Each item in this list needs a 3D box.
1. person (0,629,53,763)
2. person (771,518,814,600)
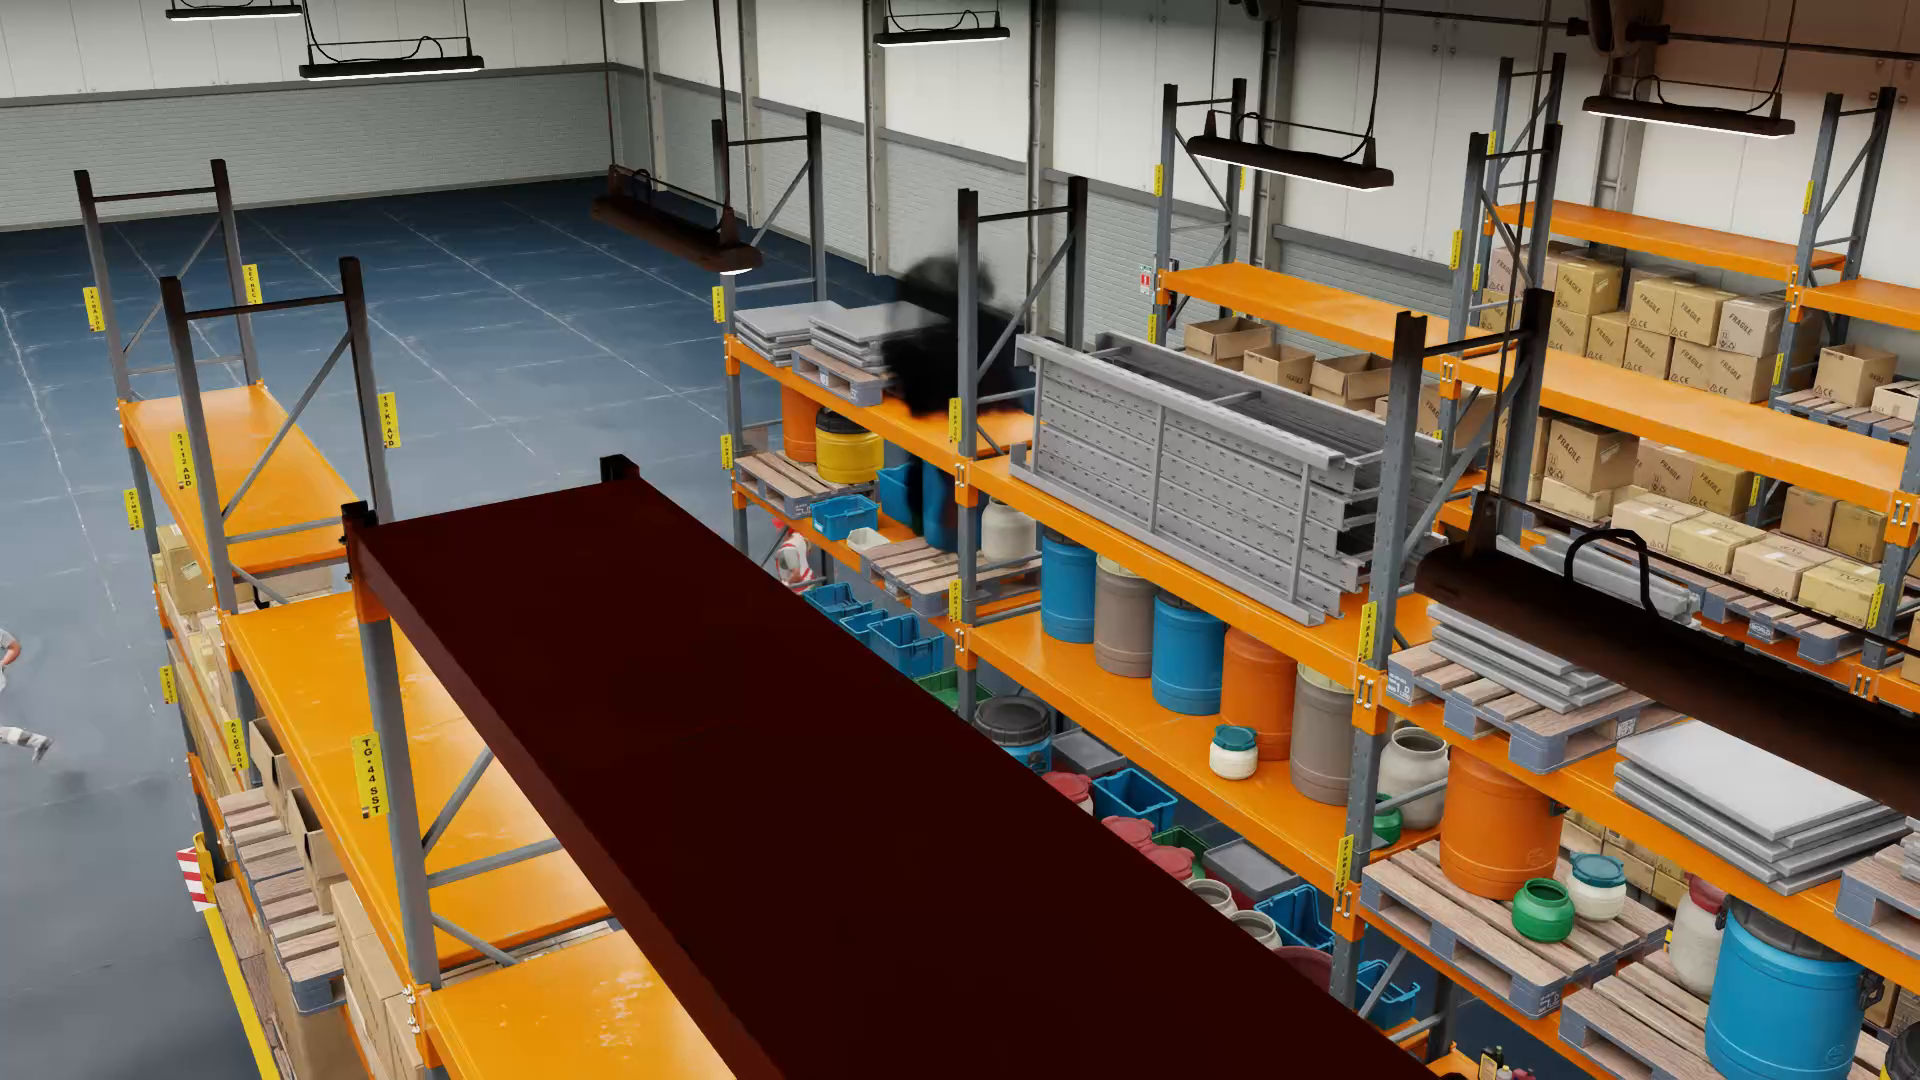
[{"bbox_3d":[-9.072,1.432,15.485,1.145,1.778,0.626,1,22,3],"label":"person"},{"bbox_3d":[-1.719,0.524,17.743,0.946,1.743,0.680,9,24,22],"label":"person"}]
